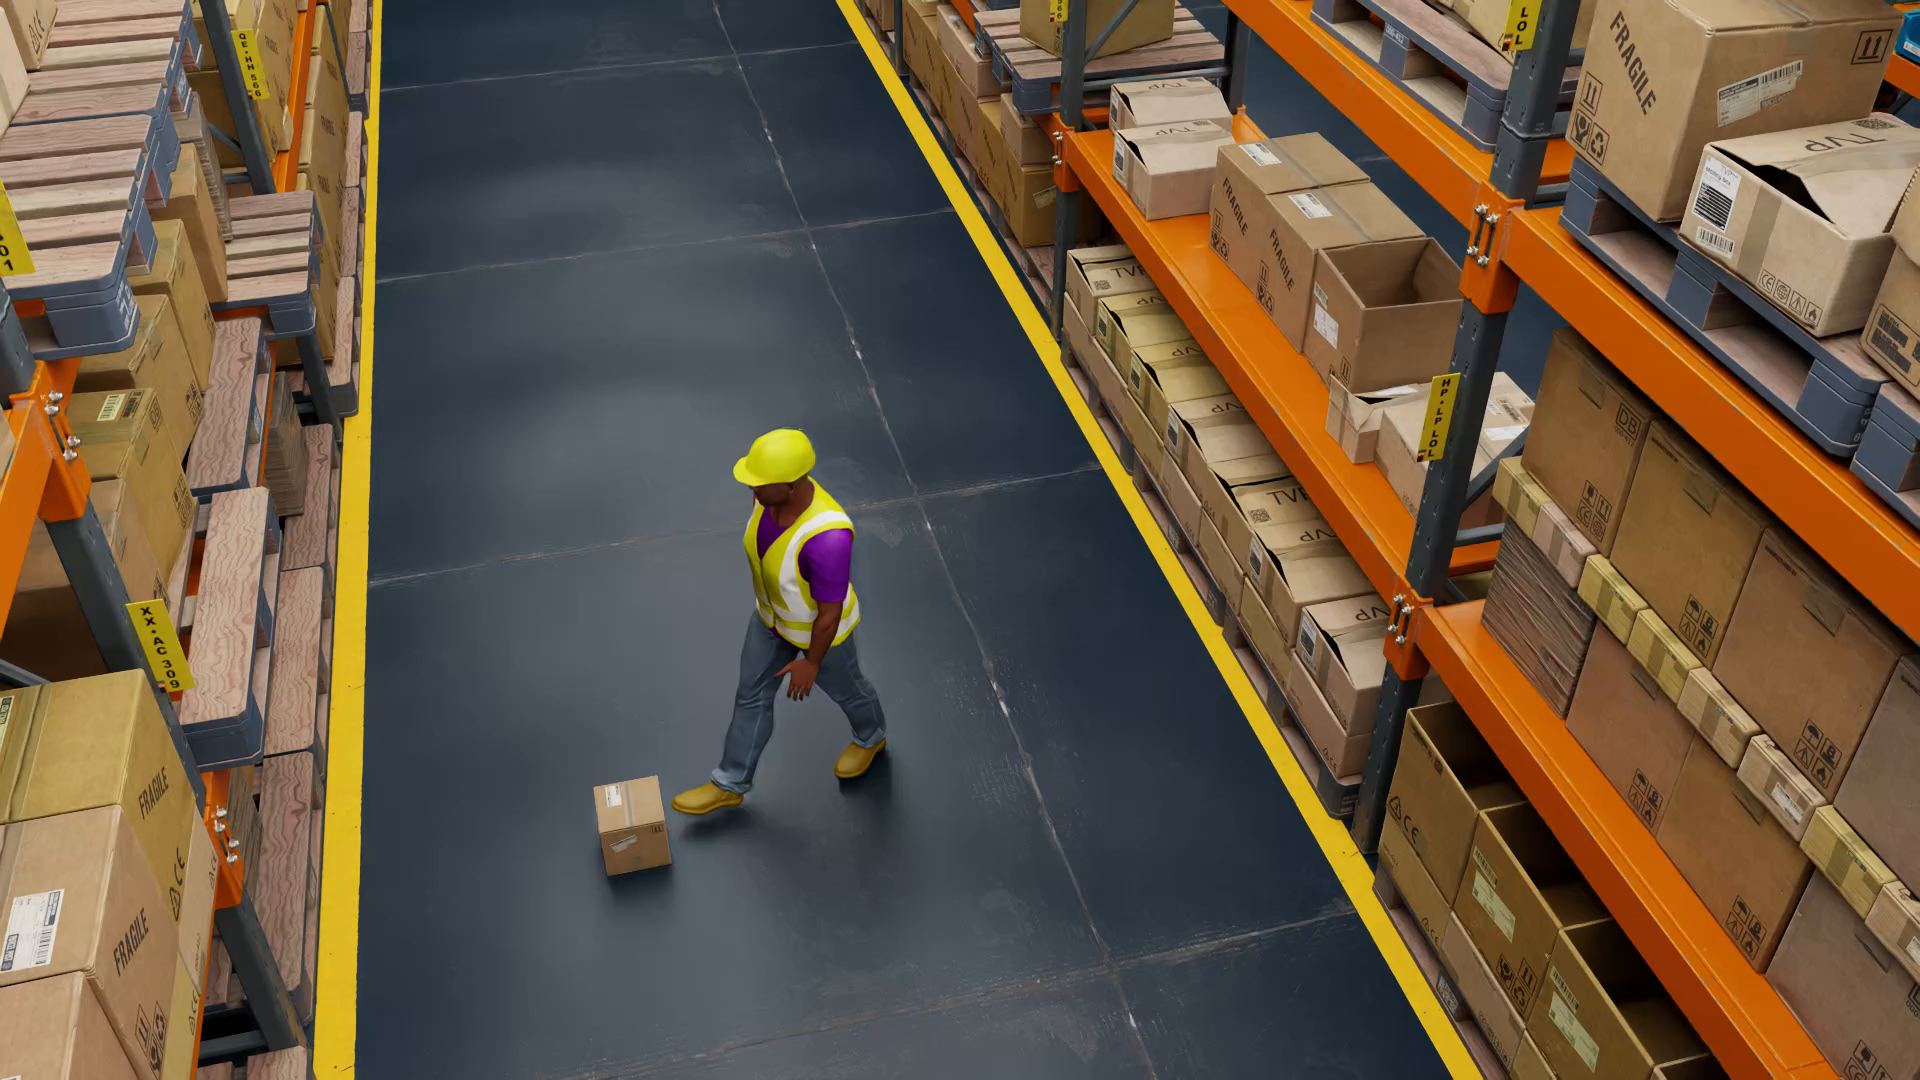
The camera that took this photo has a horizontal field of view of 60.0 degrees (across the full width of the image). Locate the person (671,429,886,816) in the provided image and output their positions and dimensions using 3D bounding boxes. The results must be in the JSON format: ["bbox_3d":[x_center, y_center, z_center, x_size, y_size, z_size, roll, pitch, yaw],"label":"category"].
[{"bbox_3d":[-0.674,0.334,6.238,0.939,1.725,0.583,-31,48,-33],"label":"person"}]
